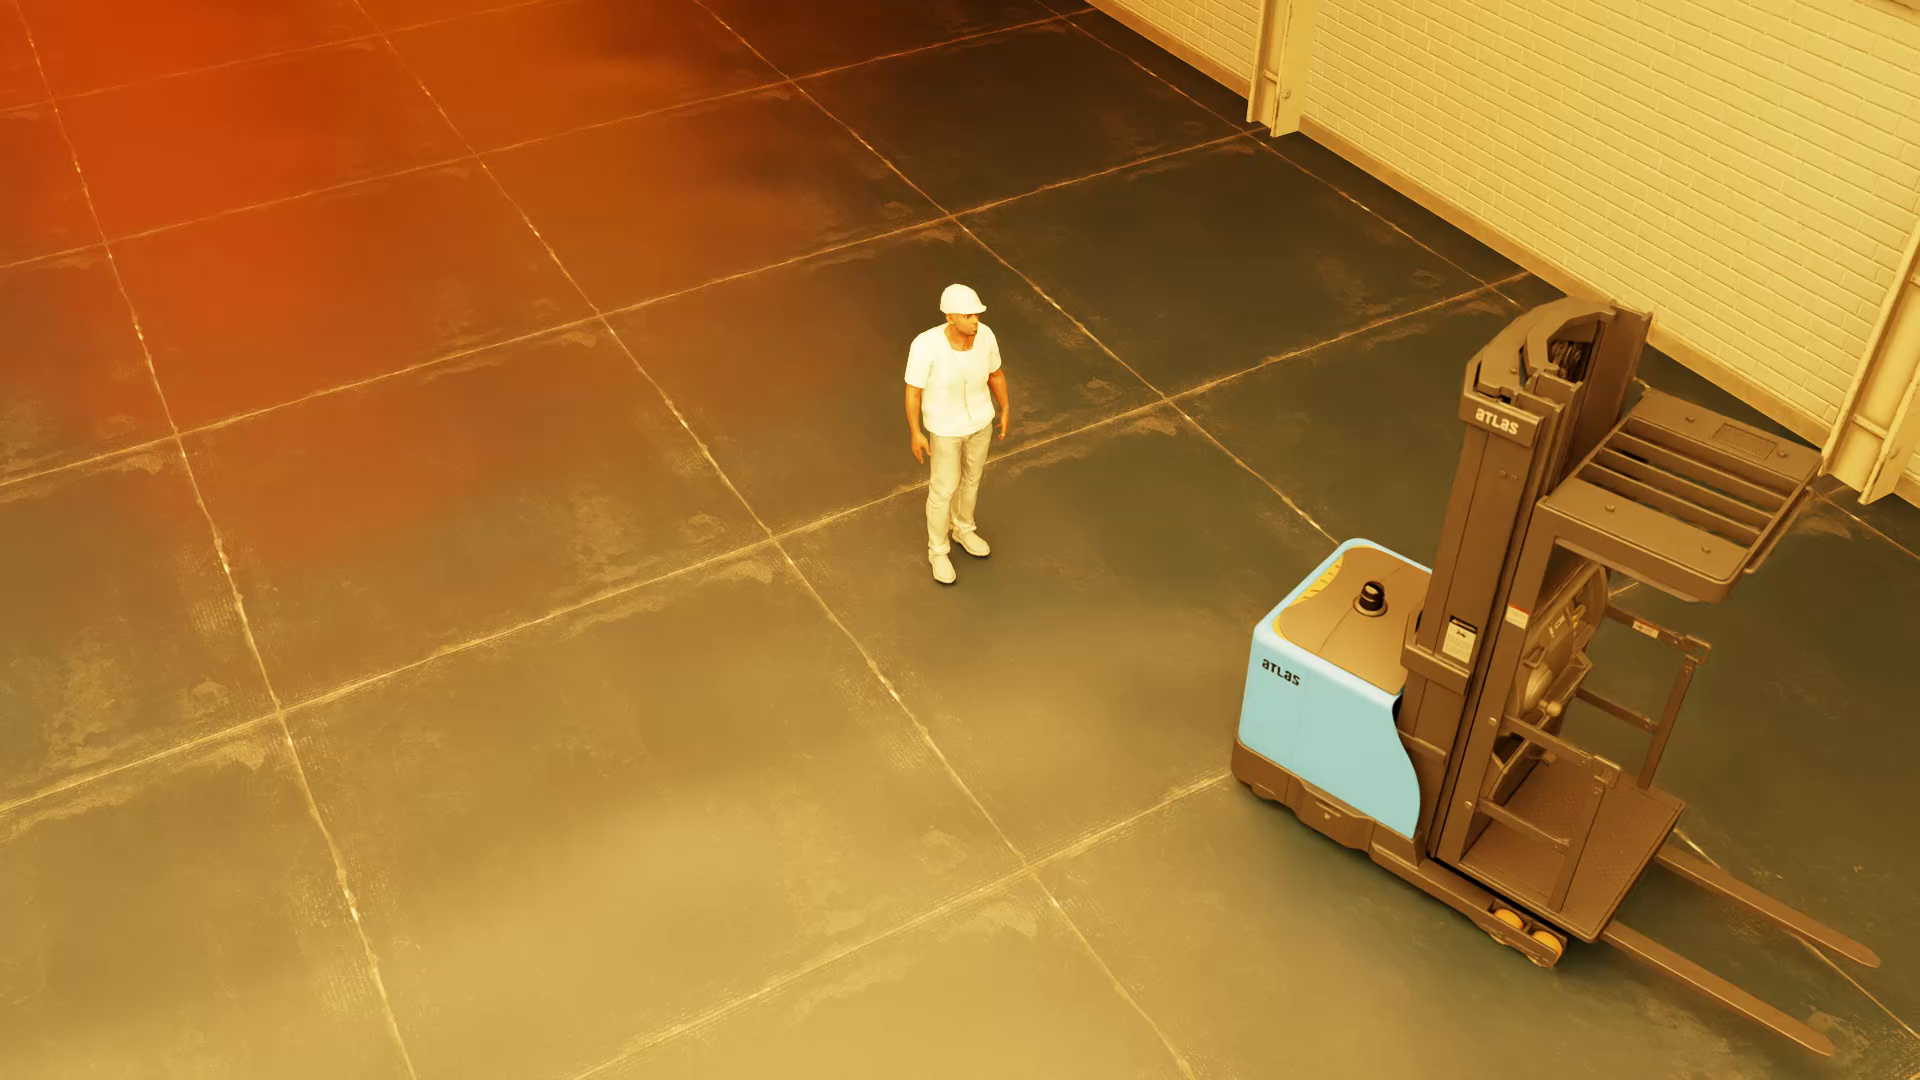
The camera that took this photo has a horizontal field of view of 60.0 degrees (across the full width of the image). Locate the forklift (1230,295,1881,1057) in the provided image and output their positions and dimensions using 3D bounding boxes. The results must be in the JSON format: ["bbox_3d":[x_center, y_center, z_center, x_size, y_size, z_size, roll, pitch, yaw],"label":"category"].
[{"bbox_3d":[2.874,0.510,7.422,3.031,2.935,1.130,29,48,30],"label":"forklift"}]

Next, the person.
[{"bbox_3d":[0.031,-0.645,9.715,0.666,1.768,0.575,-20,44,-23],"label":"person"}]
